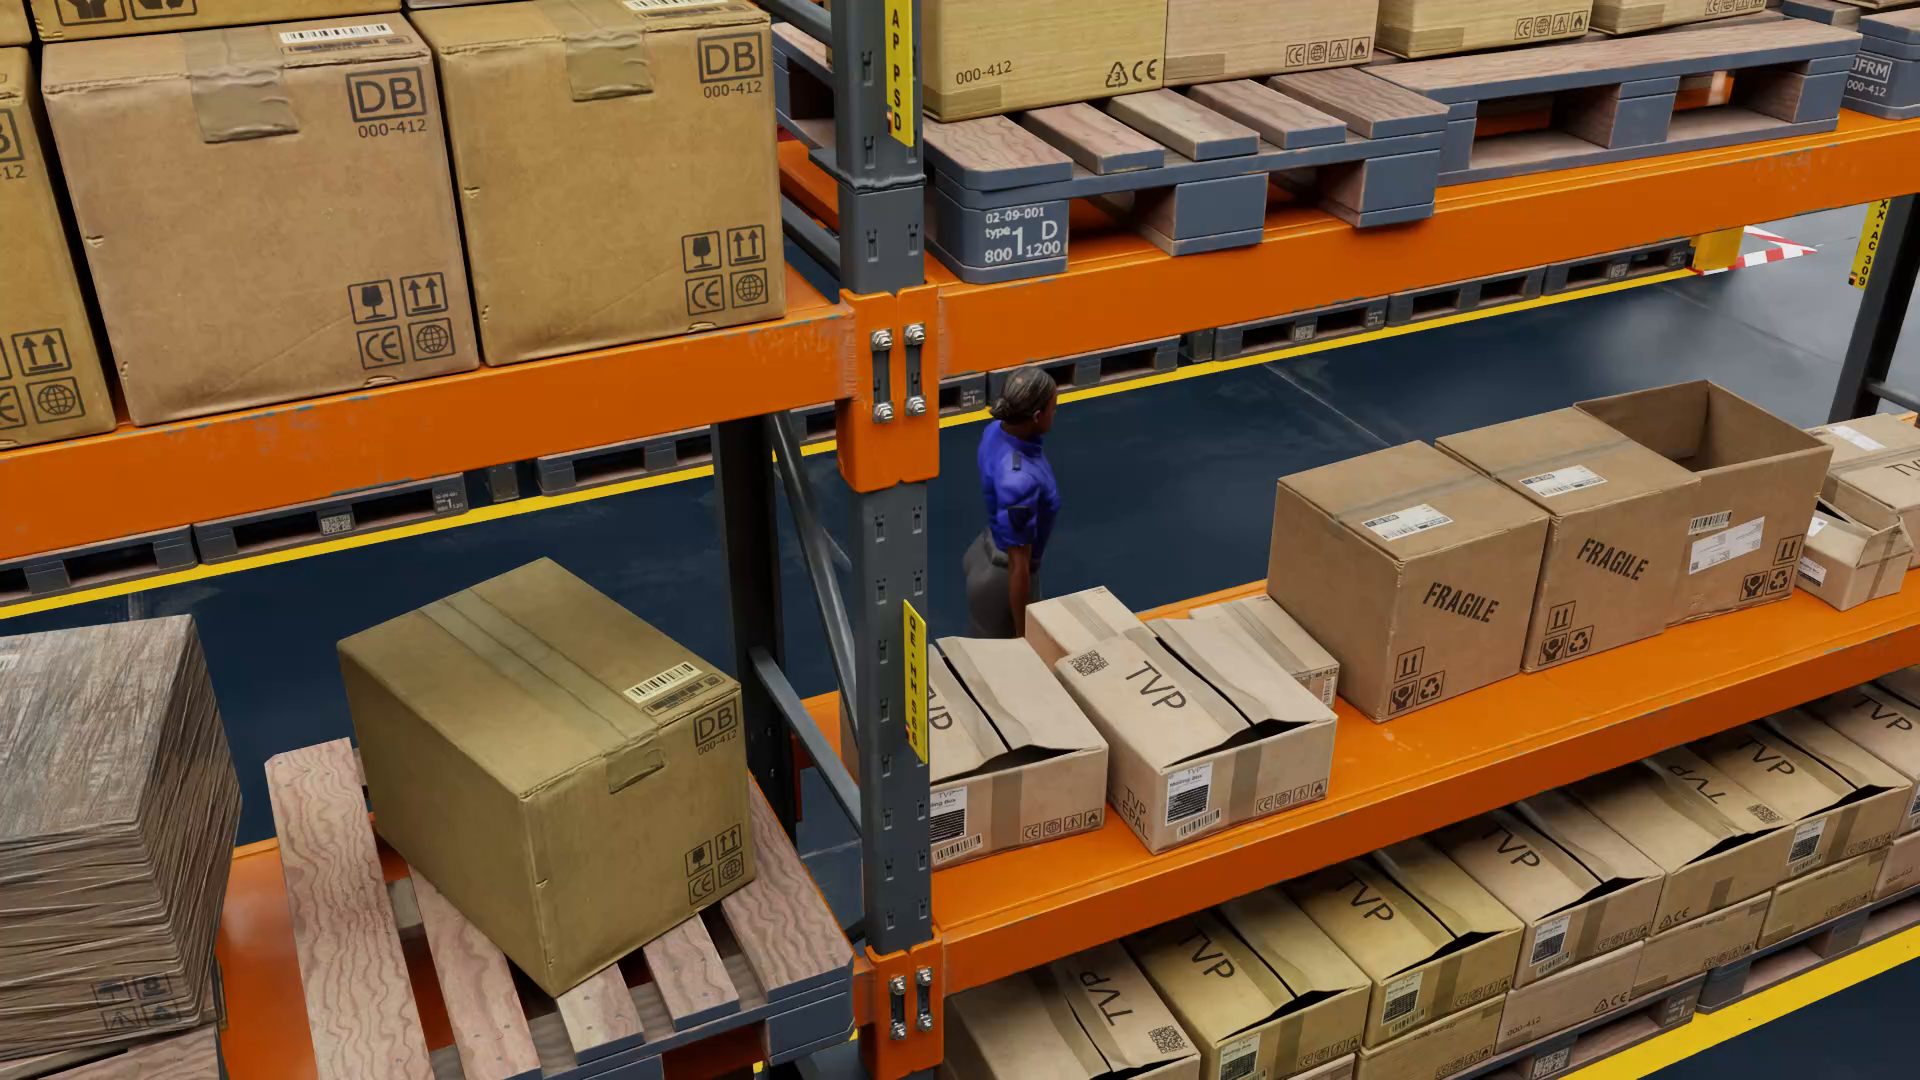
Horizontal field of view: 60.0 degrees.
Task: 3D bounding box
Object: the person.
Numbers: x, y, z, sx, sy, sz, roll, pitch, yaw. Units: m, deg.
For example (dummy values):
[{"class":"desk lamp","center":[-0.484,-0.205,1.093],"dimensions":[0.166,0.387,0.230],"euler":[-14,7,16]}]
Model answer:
[{"class":"person","center":[0.252,0.189,5.771],"dimensions":[0.562,1.657,0.639],"euler":[-3,30,-5]}]
